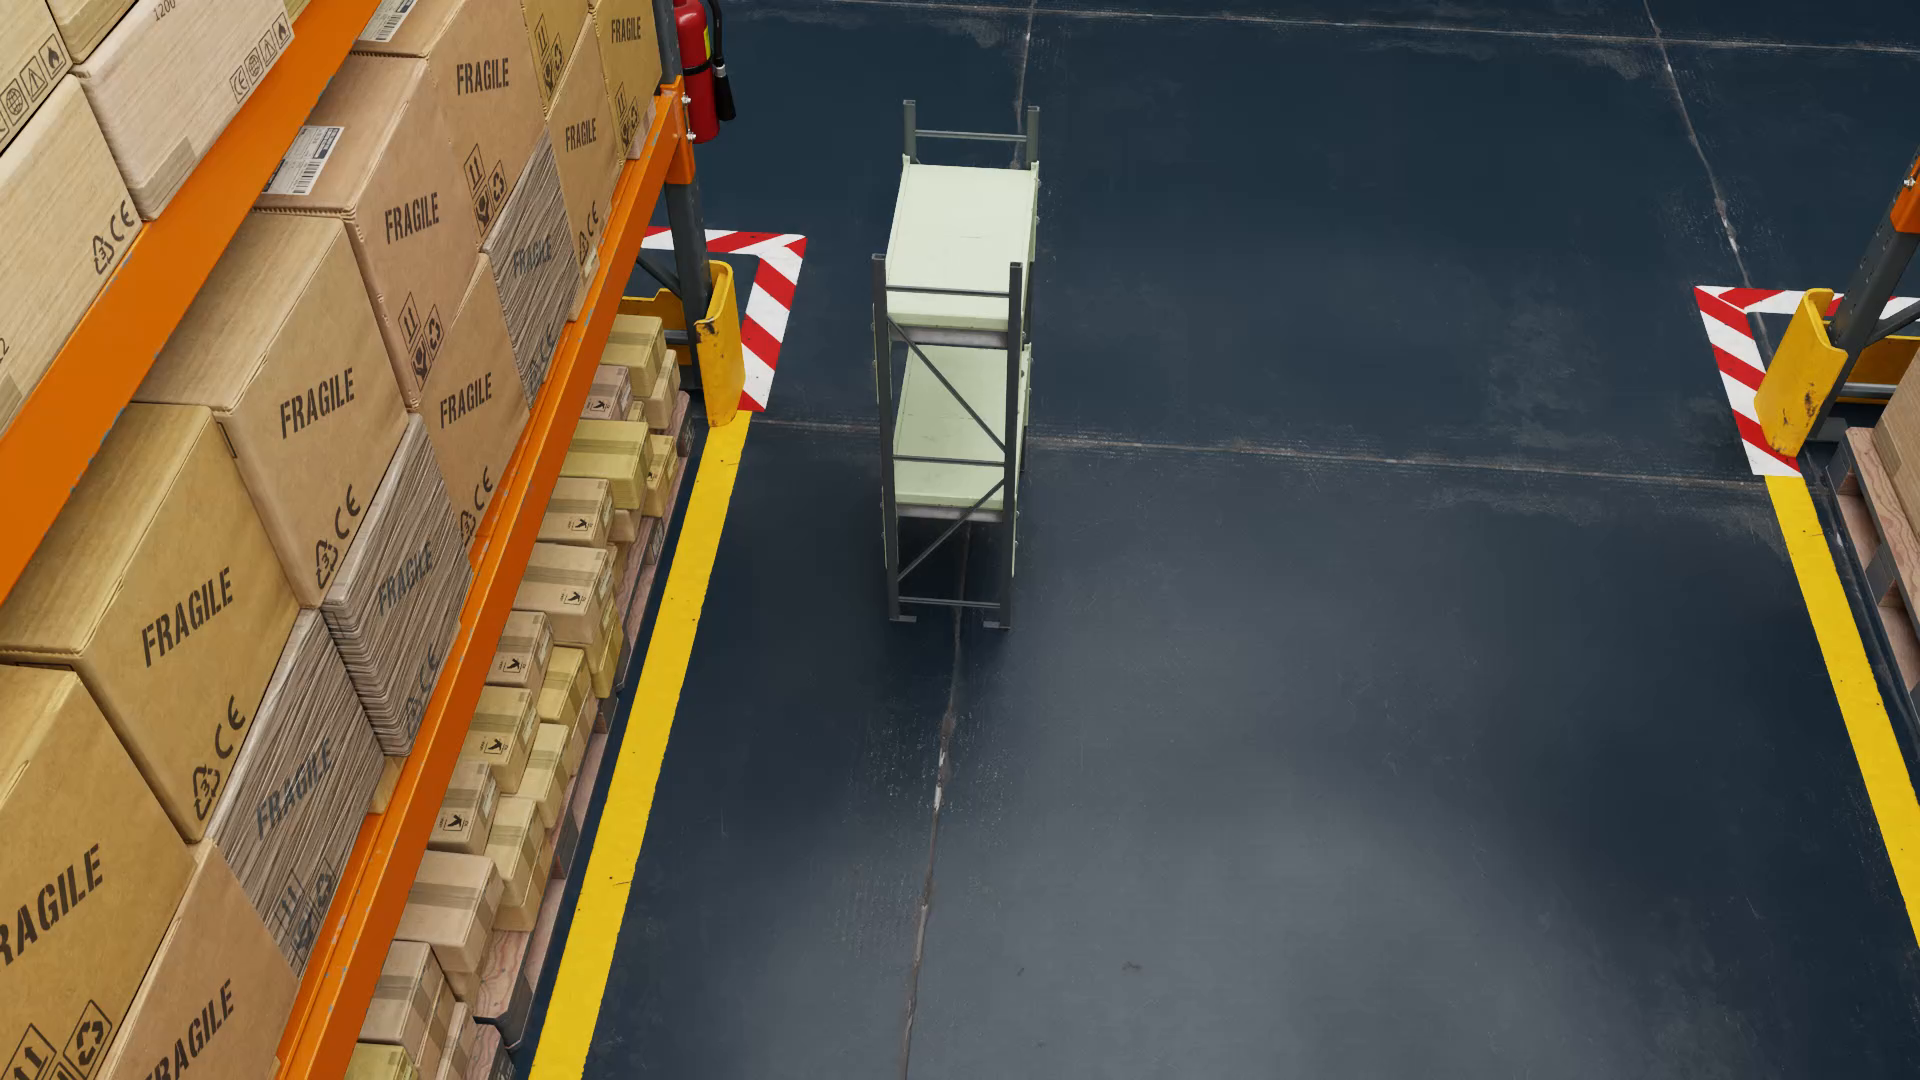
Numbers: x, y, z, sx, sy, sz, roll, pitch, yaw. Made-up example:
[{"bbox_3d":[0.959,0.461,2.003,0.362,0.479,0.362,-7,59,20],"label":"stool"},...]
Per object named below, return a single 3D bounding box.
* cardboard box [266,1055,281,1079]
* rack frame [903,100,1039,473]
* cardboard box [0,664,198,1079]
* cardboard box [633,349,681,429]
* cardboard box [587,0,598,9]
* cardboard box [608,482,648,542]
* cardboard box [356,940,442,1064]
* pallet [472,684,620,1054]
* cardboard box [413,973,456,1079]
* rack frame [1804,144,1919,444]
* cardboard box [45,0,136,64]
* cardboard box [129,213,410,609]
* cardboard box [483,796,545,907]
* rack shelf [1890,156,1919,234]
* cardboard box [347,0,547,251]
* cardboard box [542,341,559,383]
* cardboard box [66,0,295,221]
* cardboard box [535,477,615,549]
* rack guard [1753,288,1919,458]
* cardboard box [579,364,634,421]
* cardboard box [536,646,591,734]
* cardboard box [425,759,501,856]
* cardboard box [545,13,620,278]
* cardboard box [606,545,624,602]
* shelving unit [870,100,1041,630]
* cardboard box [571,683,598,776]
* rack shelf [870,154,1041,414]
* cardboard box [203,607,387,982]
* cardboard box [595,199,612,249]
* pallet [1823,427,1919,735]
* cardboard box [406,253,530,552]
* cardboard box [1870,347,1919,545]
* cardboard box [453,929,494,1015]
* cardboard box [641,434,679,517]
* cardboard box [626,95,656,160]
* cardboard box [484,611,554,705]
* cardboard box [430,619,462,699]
[{"bbox_3d":[-1.464,0.997,2.975,0.380,0.149,0.250,5,48,5],"label":"cardboard box"},{"bbox_3d":[0.033,-0.770,5.438,0.400,1.500,0.023,4,48,4],"label":"rack frame"},{"bbox_3d":[-1.481,0.507,2.307,0.500,0.500,0.500,5,48,4],"label":"cardboard box"},{"bbox_3d":[-1.164,-0.519,5.637,0.380,0.149,0.250,3,48,2],"label":"cardboard box"},{"bbox_3d":[-1.194,-1.764,4.384,0.500,0.500,0.500,3,48,3],"label":"cardboard box"},{"bbox_3d":[-1.210,-0.137,5.288,0.380,0.149,0.250,2,48,2],"label":"cardboard box"},{"bbox_3d":[-1.468,1.093,3.962,0.380,0.149,0.250,3,48,3],"label":"cardboard box"},{"bbox_3d":[-1.630,0.840,4.839,1.003,0.211,1.213,4,48,4],"label":"pallet"},{"bbox_3d":[-1.466,1.197,4.068,0.380,0.149,0.250,2,48,2],"label":"cardboard box"},{"bbox_3d":[3.538,-1.387,4.986,1.000,3.000,0.127,4,48,4],"label":"rack frame"},{"bbox_3d":[-1.372,-0.909,2.279,0.500,0.250,0.500,5,48,4],"label":"cardboard box"},{"bbox_3d":[-1.372,-0.243,2.993,0.500,0.500,0.500,5,48,4],"label":"cardboard box"},{"bbox_3d":[-1.331,0.815,4.417,0.380,0.149,0.250,4,48,3],"label":"cardboard box"},{"bbox_3d":[3.356,0.325,3.907,1.077,0.370,4.000,4,48,4],"label":"rack shelf"},{"bbox_3d":[-1.279,-1.009,3.693,0.500,0.500,0.500,6,48,5],"label":"cardboard box"},{"bbox_3d":[-1.270,-0.556,4.396,0.380,0.149,0.250,2,48,2],"label":"cardboard box"},{"bbox_3d":[-1.356,-0.741,2.464,0.500,0.250,0.500,6,48,5],"label":"cardboard box"},{"bbox_3d":[-1.260,-0.054,5.011,0.380,0.149,0.250,2,48,2],"label":"cardboard box"},{"bbox_3d":[3.541,-0.561,5.924,1.175,0.500,0.348,4,48,4],"label":"rack guard"},{"bbox_3d":[-1.276,-0.439,5.363,0.380,0.149,0.250,5,48,4],"label":"cardboard box"},{"bbox_3d":[-1.286,0.432,4.768,0.380,0.149,0.250,6,48,5],"label":"cardboard box"},{"bbox_3d":[-1.421,0.706,4.316,0.380,0.149,0.250,2,48,2],"label":"cardboard box"},{"bbox_3d":[-1.237,-1.054,4.412,0.500,0.500,0.500,3,48,3],"label":"cardboard box"},{"bbox_3d":[-1.282,0.142,5.235,0.380,0.149,0.250,4,48,4],"label":"cardboard box"},{"bbox_3d":[-0.001,-0.501,5.192,0.431,1.500,0.755,4,48,4],"label":"shelving unit"},{"bbox_3d":[-1.288,0.533,4.877,0.380,0.149,0.250,5,48,4],"label":"cardboard box"},{"bbox_3d":[-0.001,-0.765,4.904,0.431,0.370,0.720,4,48,4],"label":"rack shelf"},{"bbox_3d":[-1.431,0.448,3.038,0.500,0.500,0.500,4,48,4],"label":"cardboard box"},{"bbox_3d":[-1.216,-0.937,4.744,0.380,0.149,0.250,3,48,3],"label":"cardboard box"},{"bbox_3d":[3.543,0.147,5.473,1.003,0.211,1.213,4,48,4],"label":"pallet"},{"bbox_3d":[-1.329,-0.315,3.736,0.500,0.500,0.500,6,48,5],"label":"cardboard box"},{"bbox_3d":[3.578,-0.172,5.327,0.875,0.438,0.875,2,48,2],"label":"cardboard box"},{"bbox_3d":[-1.453,1.096,4.362,0.380,0.149,0.250,2,48,2],"label":"cardboard box"},{"bbox_3d":[-1.163,-0.229,5.574,0.380,0.149,0.250,5,48,5],"label":"cardboard box"},{"bbox_3d":[-1.148,-1.302,5.079,0.380,0.149,0.250,4,48,4],"label":"cardboard box"},{"bbox_3d":[-1.363,0.333,4.657,0.380,0.149,0.250,2,48,2],"label":"cardboard box"},{"bbox_3d":[-1.341,0.221,3.685,0.380,0.149,0.250,6,48,5],"label":"cardboard box"}]
